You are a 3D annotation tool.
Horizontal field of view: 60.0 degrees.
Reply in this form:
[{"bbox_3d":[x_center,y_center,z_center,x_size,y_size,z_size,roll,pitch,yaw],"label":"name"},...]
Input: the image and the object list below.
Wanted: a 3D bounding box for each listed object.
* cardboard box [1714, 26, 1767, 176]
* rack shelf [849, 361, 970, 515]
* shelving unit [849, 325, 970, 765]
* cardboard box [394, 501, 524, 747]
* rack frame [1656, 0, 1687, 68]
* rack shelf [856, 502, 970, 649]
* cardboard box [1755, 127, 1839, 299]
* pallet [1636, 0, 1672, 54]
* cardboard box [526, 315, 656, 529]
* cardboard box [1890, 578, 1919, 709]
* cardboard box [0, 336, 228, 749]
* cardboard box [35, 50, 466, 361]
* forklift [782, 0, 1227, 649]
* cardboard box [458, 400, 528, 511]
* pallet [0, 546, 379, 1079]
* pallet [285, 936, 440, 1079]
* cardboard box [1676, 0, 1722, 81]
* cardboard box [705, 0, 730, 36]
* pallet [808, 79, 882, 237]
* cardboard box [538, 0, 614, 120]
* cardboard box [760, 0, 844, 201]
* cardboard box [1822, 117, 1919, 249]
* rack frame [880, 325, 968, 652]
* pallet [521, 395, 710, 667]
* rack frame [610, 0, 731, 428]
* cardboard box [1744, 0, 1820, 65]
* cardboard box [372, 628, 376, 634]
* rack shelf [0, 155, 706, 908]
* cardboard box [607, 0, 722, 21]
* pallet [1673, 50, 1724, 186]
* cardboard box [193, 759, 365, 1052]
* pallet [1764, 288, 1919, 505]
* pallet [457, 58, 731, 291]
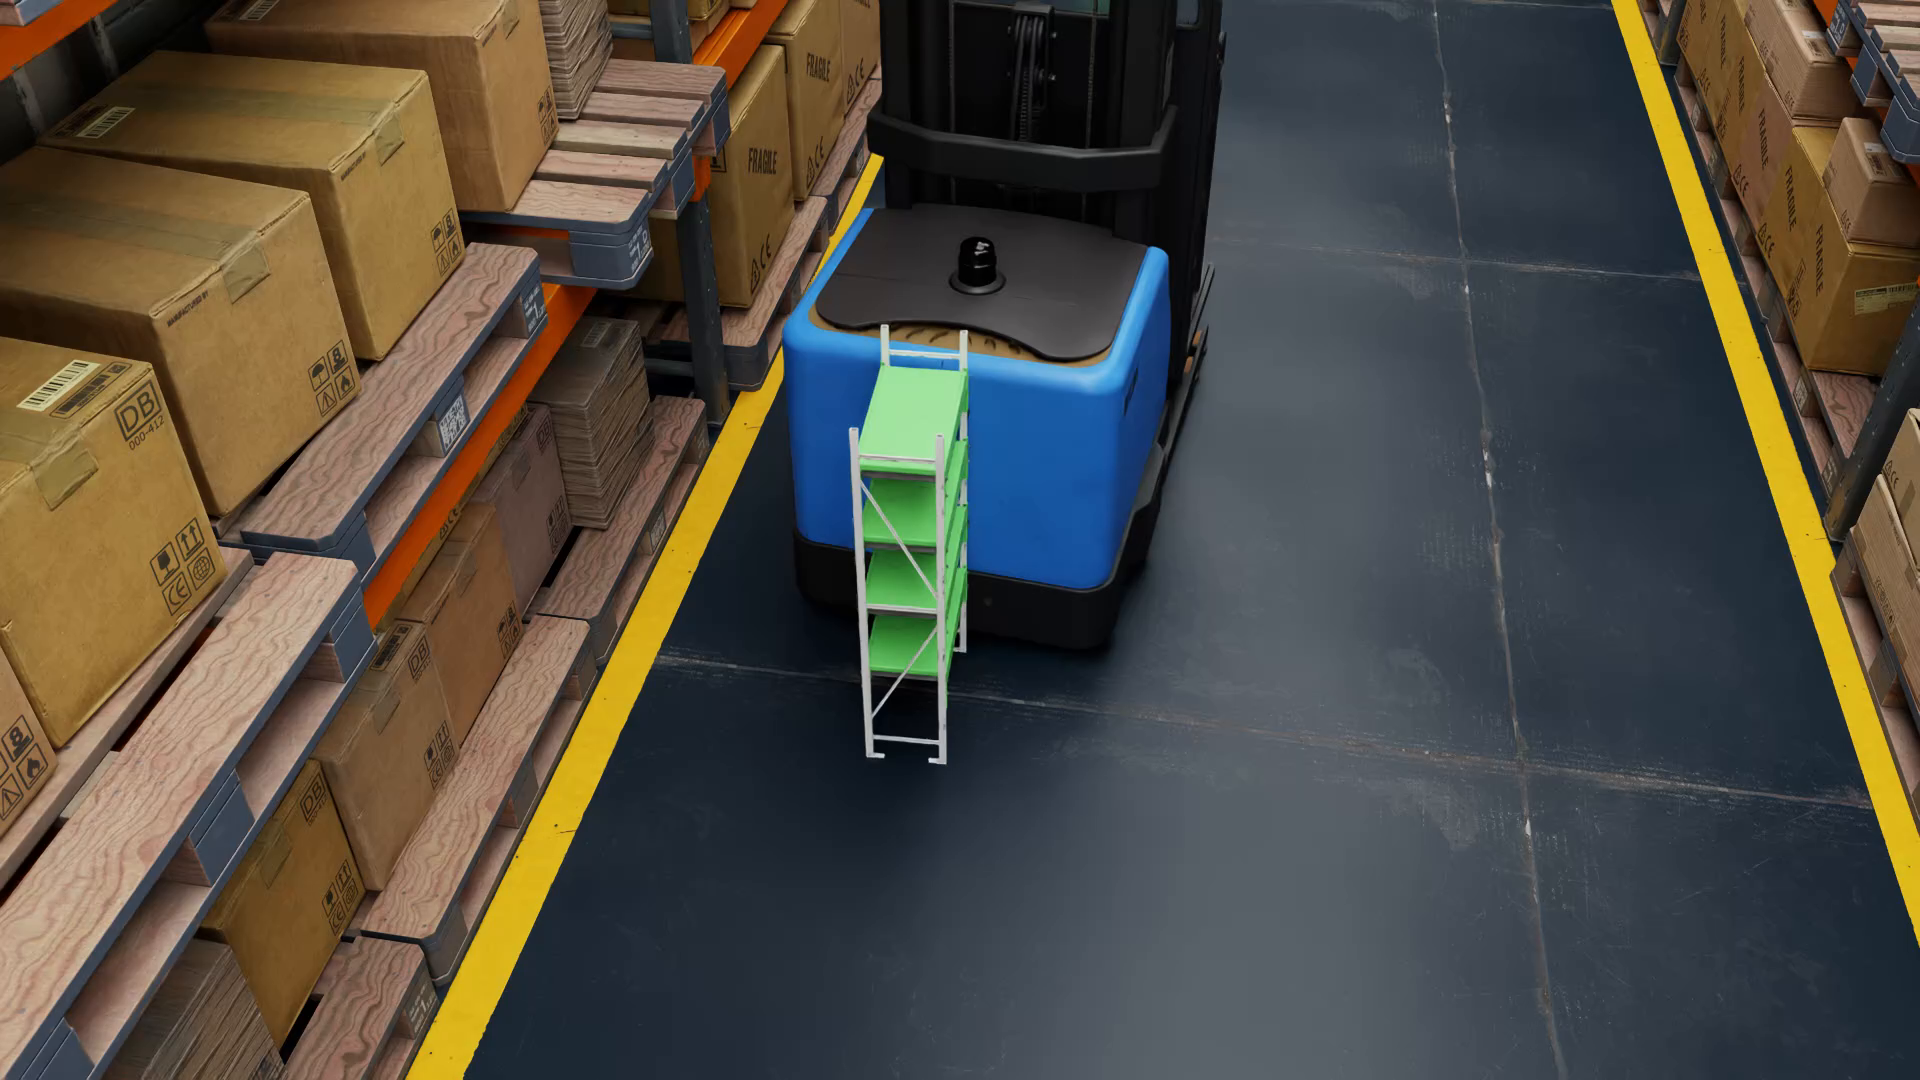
[{"bbox_3d":[3.695,-1.919,7.333,0.500,0.500,0.500,7,40,8],"label":"cardboard box"},{"bbox_3d":[-0.130,-0.284,4.498,0.258,0.148,0.480,5,40,6],"label":"rack shelf"},{"bbox_3d":[-0.130,0.037,4.764,0.258,1.200,0.503,5,40,6],"label":"shelving unit"},{"bbox_3d":[-1.713,0.205,4.764,0.700,0.500,0.500,6,40,7],"label":"cardboard box"},{"bbox_3d":[4.194,-3.638,7.796,1.000,3.000,0.127,6,40,8],"label":"rack frame"},{"bbox_3d":[-0.130,0.086,4.804,0.258,0.148,0.480,5,40,6],"label":"rack shelf"},{"bbox_3d":[3.522,-1.272,6.550,0.500,0.500,0.500,5,40,6],"label":"cardboard box"},{"bbox_3d":[4.314,-2.994,9.206,1.003,0.211,1.213,6,40,8],"label":"pallet"},{"bbox_3d":[-1.451,-0.420,5.521,0.700,0.500,0.500,7,40,8],"label":"cardboard box"},{"bbox_3d":[3.036,0.382,4.762,0.500,0.250,0.500,5,40,6],"label":"cardboard box"},{"bbox_3d":[-1.845,-0.035,3.015,0.700,0.500,0.500,10,41,12],"label":"cardboard box"},{"bbox_3d":[-1.643,-0.799,3.939,0.700,0.500,0.500,6,40,8],"label":"cardboard box"},{"bbox_3d":[0.349,-1.734,5.547,1.130,2.935,3.031,10,41,12],"label":"forklift"},{"bbox_3d":[-1.611,-0.359,4.858,0.500,0.250,0.500,7,40,9],"label":"cardboard box"},{"bbox_3d":[-1.794,0.449,3.004,1.003,0.211,1.213,6,40,8],"label":"pallet"},{"bbox_3d":[-1.937,1.425,3.861,1.003,0.211,1.213,6,40,8],"label":"pallet"},{"bbox_3d":[3.870,-2.568,8.118,0.500,0.500,0.500,5,40,6],"label":"cardboard box"},{"bbox_3d":[-1.041,-1.921,5.901,0.380,0.149,0.250,7,40,8],"label":"cardboard box"},{"bbox_3d":[-0.954,-1.847,7.818,1.003,0.211,1.213,6,40,8],"label":"pallet"},{"bbox_3d":[-1.449,-1.584,4.888,0.700,0.500,0.500,2,40,2],"label":"cardboard box"},{"bbox_3d":[-0.963,-2.001,7.174,0.750,0.750,0.750,6,40,7],"label":"cardboard box"},{"bbox_3d":[3.438,-1.272,5.962,0.500,0.250,0.500,8,40,9],"label":"cardboard box"},{"bbox_3d":[-0.099,-0.117,4.950,0.240,1.200,0.015,5,40,6],"label":"rack frame"},{"bbox_3d":[-1.515,-0.107,5.714,1.003,0.211,1.213,6,40,8],"label":"pallet"},{"bbox_3d":[-1.378,-1.672,5.418,1.000,3.000,0.127,6,40,8],"label":"rack frame"},{"bbox_3d":[3.697,-2.229,7.120,0.500,0.250,0.500,6,40,8],"label":"cardboard box"},{"bbox_3d":[-1.800,0.276,4.090,0.500,0.250,0.500,5,40,6],"label":"cardboard box"},{"bbox_3d":[-1.724,-0.139,4.129,1.077,0.370,4.000,6,40,8],"label":"rack shelf"},{"bbox_3d":[-1.042,-2.109,5.620,0.500,0.500,0.500,8,40,9],"label":"cardboard box"},{"bbox_3d":[4.090,-2.049,8.063,1.003,0.211,1.213,6,40,8],"label":"pallet"},{"bbox_3d":[-1.919,0.839,3.998,0.700,0.500,0.500,6,40,7],"label":"cardboard box"},{"bbox_3d":[3.668,-0.518,6.210,1.003,0.211,1.213,6,40,8],"label":"pallet"},{"bbox_3d":[-1.396,-1.139,4.924,1.213,0.211,1.003,6,40,8],"label":"pallet"}]
